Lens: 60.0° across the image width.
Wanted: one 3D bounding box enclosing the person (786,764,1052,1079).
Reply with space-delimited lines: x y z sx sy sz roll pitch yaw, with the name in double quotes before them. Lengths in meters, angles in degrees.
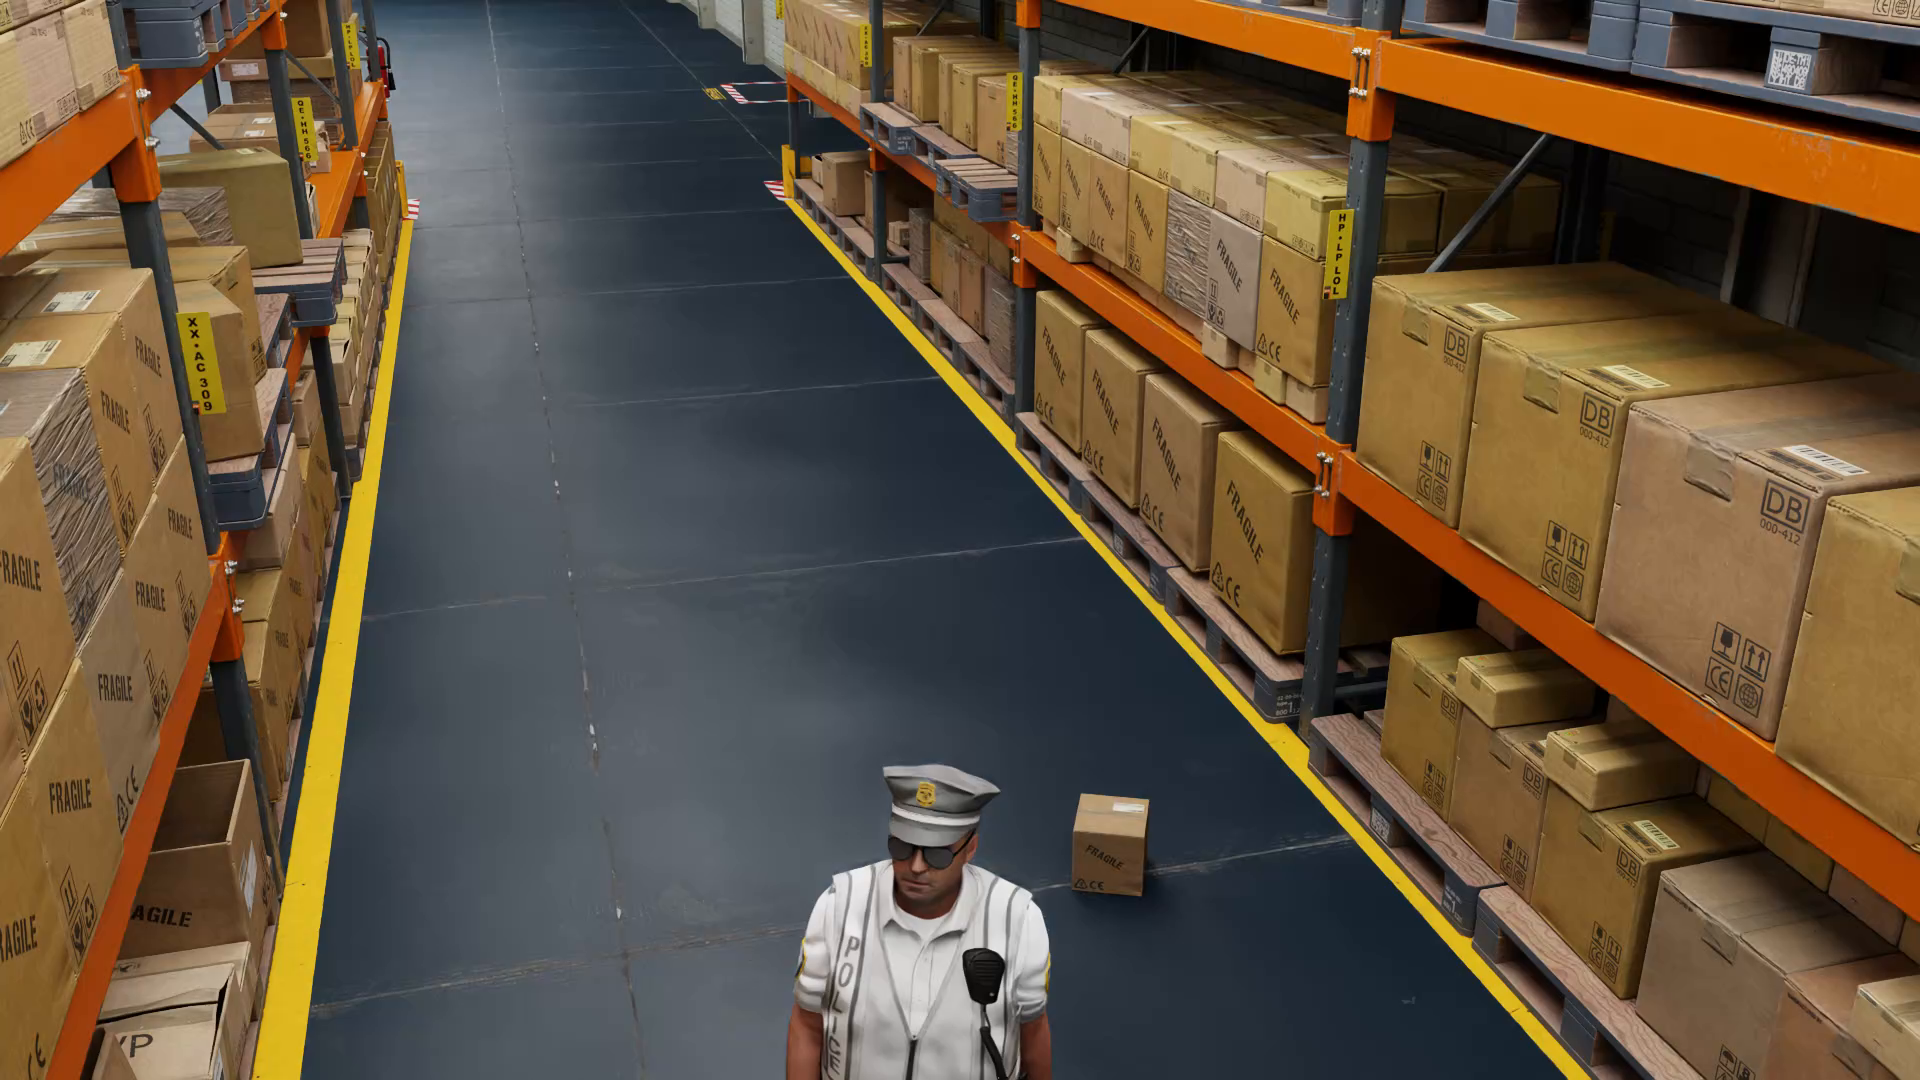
"person" -0.089 1.246 3.580 0.558 1.731 0.967 3 23 8
